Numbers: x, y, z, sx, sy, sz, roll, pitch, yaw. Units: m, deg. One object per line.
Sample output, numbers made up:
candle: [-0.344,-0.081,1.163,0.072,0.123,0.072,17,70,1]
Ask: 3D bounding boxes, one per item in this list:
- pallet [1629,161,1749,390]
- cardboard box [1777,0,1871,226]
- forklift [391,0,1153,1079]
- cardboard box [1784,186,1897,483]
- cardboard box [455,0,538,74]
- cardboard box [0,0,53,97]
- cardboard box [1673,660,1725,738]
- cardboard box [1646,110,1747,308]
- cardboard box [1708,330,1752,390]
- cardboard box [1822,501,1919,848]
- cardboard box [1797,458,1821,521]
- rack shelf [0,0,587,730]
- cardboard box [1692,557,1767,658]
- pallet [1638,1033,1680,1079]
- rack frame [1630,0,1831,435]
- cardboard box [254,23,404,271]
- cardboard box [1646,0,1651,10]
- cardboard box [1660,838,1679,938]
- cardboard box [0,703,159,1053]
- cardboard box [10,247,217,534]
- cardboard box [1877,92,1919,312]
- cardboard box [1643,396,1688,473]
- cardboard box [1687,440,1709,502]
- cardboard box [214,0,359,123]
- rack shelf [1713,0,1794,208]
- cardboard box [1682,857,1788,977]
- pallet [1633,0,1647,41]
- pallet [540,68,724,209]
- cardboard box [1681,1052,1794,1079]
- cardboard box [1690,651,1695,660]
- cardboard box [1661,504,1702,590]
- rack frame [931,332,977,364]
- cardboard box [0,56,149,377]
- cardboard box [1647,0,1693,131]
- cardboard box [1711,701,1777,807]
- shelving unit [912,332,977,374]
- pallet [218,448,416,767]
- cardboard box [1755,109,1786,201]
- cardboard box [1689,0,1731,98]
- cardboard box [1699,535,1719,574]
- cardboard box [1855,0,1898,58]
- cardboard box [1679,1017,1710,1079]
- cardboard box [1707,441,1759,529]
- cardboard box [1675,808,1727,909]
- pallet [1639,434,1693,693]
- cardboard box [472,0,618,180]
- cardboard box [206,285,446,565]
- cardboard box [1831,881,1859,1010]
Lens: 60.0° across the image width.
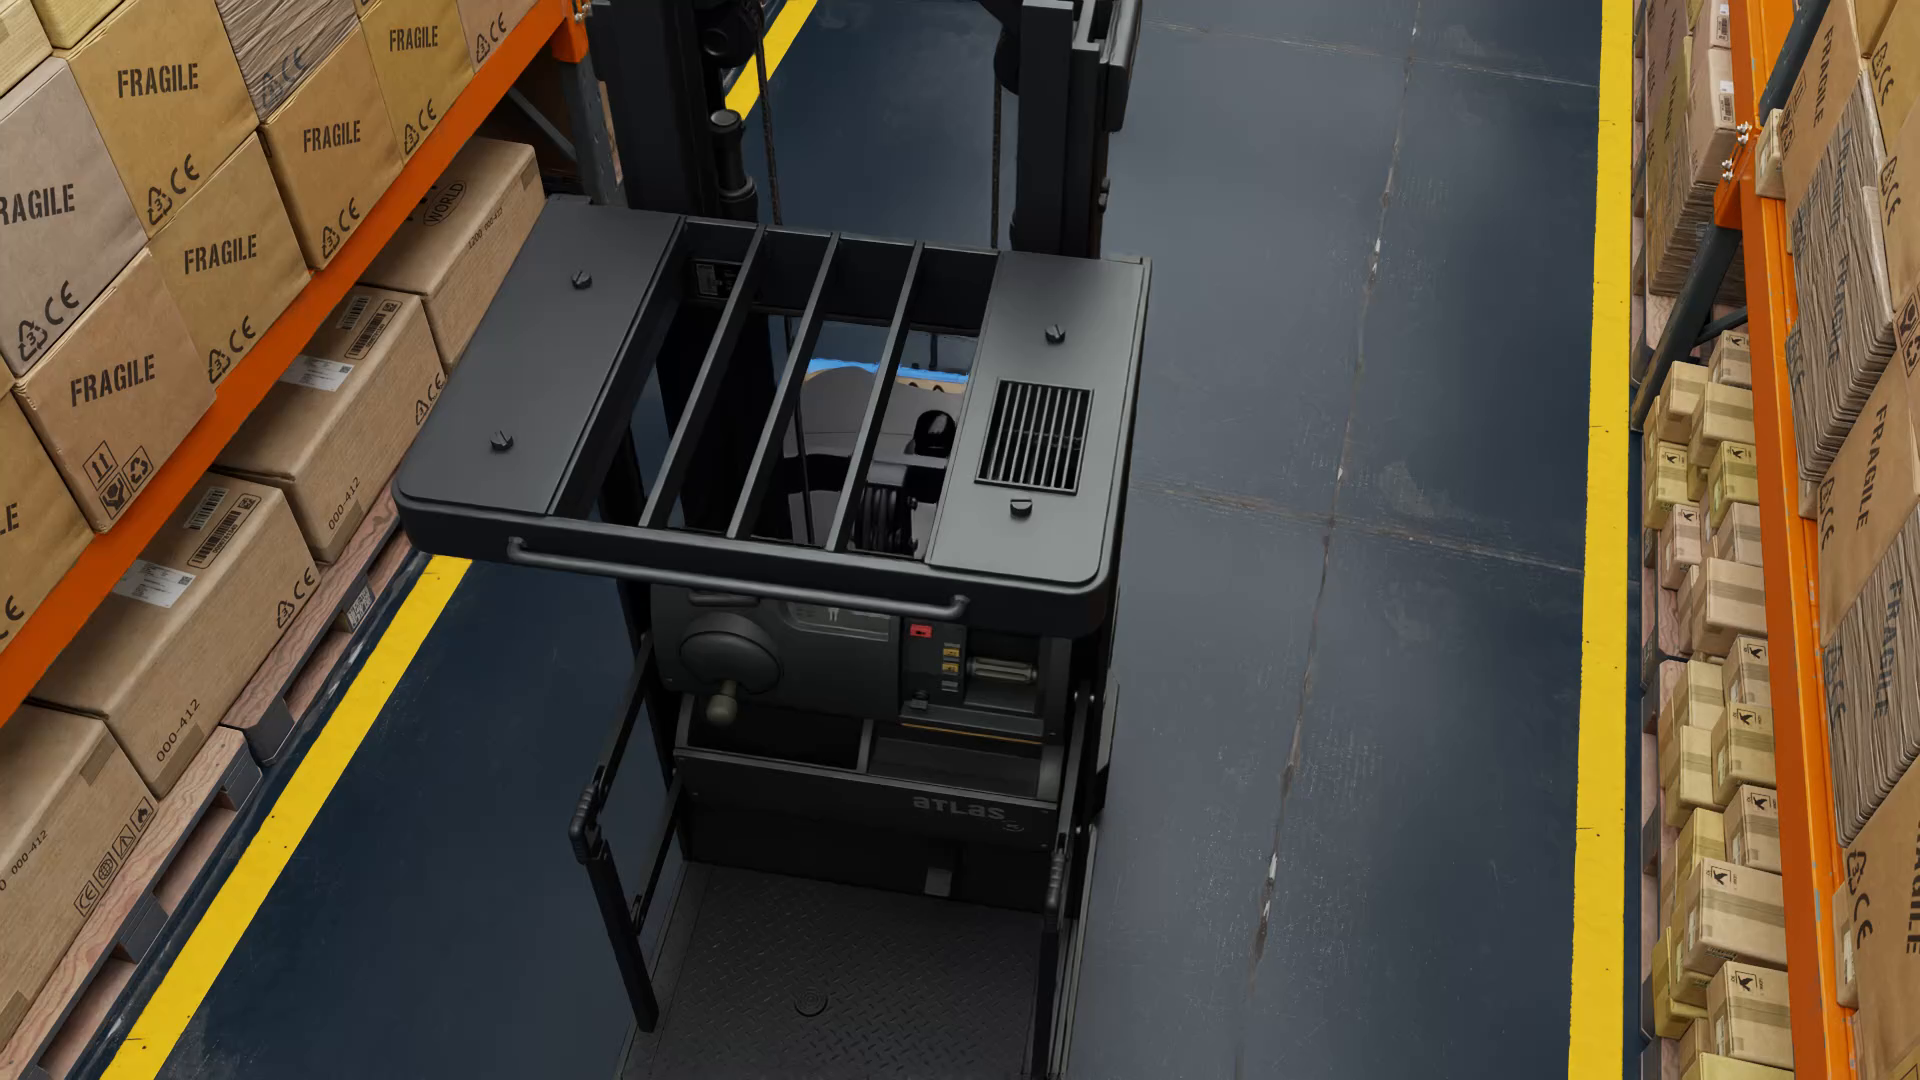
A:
pallet: [3.158,-0.974,6.469,1.003,0.211,1.213,12,50,10]
cardboard box: [2.581,-1.157,4.505,0.500,0.500,0.500,11,49,9]
forklift: [-0.252,0.351,3.485,1.130,2.935,3.031,7,49,6]
cardboard box: [2.291,-0.440,3.873,0.500,0.500,0.500,11,49,9]
cardboard box: [-1.723,-1.885,5.346,0.500,0.500,0.500,12,50,10]
cardboard box: [-2.184,-1.060,3.519,0.380,0.149,0.250,12,50,10]
cardboard box: [2.245,0.514,4.718,0.380,0.149,0.250,11,50,10]
cardboard box: [2.907,-1.231,6.223,0.500,0.500,0.500,11,49,9]
cardboard box: [2.664,-0.518,5.431,0.380,0.149,0.250,13,50,12]
cardboard box: [2.037,0.312,3.209,0.500,0.500,0.500,12,50,10]
cardboard box: [2.265,-0.148,4.048,0.380,0.149,0.250,14,50,12]
rack shelf: [-2.374,-0.553,4.717,1.077,0.370,4.000,12,50,10]
cardboard box: [2.323,0.223,4.777,0.380,0.149,0.250,13,50,11]
pallet: [2.170,1.847,3.979,1.003,0.211,1.213,12,50,10]
rack frame: [2.955,-1.334,4.927,1.000,3.000,0.127,12,50,10]
cardboard box: [-1.971,-1.145,4.693,0.500,0.500,0.500,11,49,9]
cardboard box: [3.446,-2.713,7.531,0.500,0.500,0.500,12,50,10]
cardboard box: [2.112,0.990,4.497,0.380,0.149,0.250,12,50,11]
cardboard box: [-2.823,0.868,4.412,0.875,0.438,0.875,10,49,9]
cardboard box: [-2.239,-0.404,4.039,0.500,0.500,0.500,11,50,10]
cardboard box: [2.317,-0.782,3.507,0.500,0.500,0.500,12,50,11]
cardboard box: [2.549,-0.329,5.661,0.380,0.149,0.250,10,49,8]
cardboard box: [2.571,-0.228,5.374,0.380,0.149,0.250,12,50,10]
cardboard box: [-1.971,-1.470,4.313,0.500,0.500,0.500,12,50,11]
rack shelf: [3.481,-2.542,6.473,1.077,0.370,4.000,12,50,10]
cardboard box: [2.010,0.971,4.117,0.380,0.149,0.250,13,50,11]
pallet: [3.801,-2.739,8.027,1.003,0.211,1.213,12,50,10]
pallet: [-1.717,-1.888,7.275,1.003,0.211,1.213,12,50,10]
cardboard box: [1.864,1.351,3.781,0.380,0.149,0.250,11,49,9]
cardboard box: [2.408,0.448,4.975,0.380,0.149,0.250,10,49,8]
cardboard box: [2.464,0.053,5.324,0.380,0.149,0.250,11,50,10]
rack frame: [0.025,-0.365,5.472,0.240,0.900,0.006,12,50,10]
cardboard box: [-2.242,-0.748,3.676,0.500,0.500,0.500,11,50,10]
cardboard box: [3.181,-1.972,6.877,0.500,0.500,0.500,11,49,9]
cardboard box: [2.228,0.607,4.438,0.380,0.149,0.250,12,50,10]
shelving unit: [-0.002,-0.292,5.407,0.258,0.900,0.210,12,50,10]
pallet: [-2.442,0.105,5.517,1.003,0.211,1.213,12,50,10]
cardboard box: [2.565,-1.110,4.897,0.380,0.149,0.250,13,50,11]
cardboard box: [3.055,-1.852,6.270,0.500,0.250,0.500,14,50,12]
cardboard box: [2.468,0.150,5.040,0.380,0.149,0.250,9,49,8]
cardboard box: [2.601,-1.518,4.157,0.500,0.500,0.500,13,50,11]
cardboard box: [2.014,1.381,4.152,0.380,0.149,0.250,12,50,10]
cardboard box: [2.516,-0.138,5.095,0.380,0.149,0.250,11,49,10]
cardboard box: [2.110,0.892,4.385,0.380,0.149,0.250,14,50,12]
pallet: [2.812,0.082,5.537,1.003,0.211,1.213,12,50,10]
cardboard box: [-1.761,-2.138,6.773,0.875,0.875,0.875,13,50,11]
cardboard box: [-2.351,-0.448,5.574,0.875,0.438,0.875,10,49,9]
cardboard box: [1.913,0.805,3.206,0.380,0.149,0.250,13,50,11]
